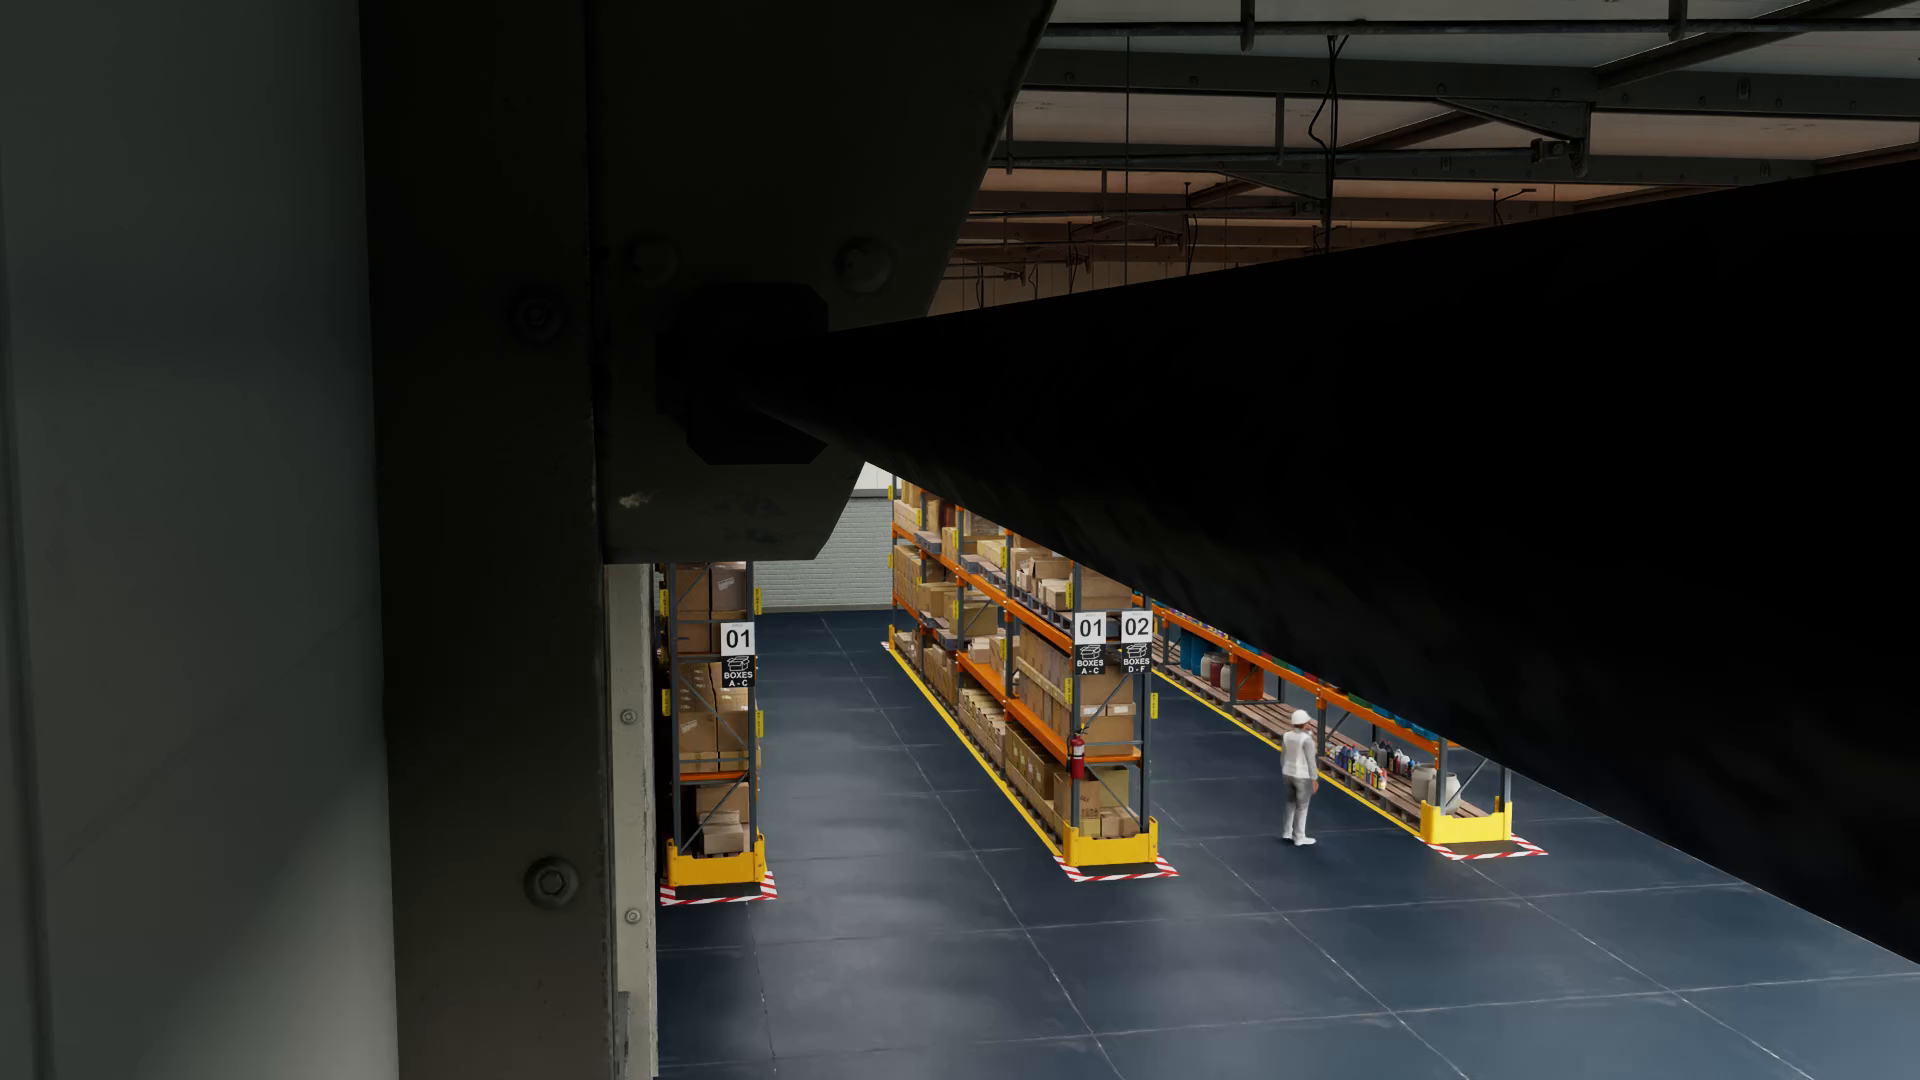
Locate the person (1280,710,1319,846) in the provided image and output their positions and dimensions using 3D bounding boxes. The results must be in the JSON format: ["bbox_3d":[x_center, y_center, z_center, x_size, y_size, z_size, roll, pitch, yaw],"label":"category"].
[{"bbox_3d":[4.465,3.122,21.803,0.393,1.817,0.617,-4,7,-33],"label":"person"}]
